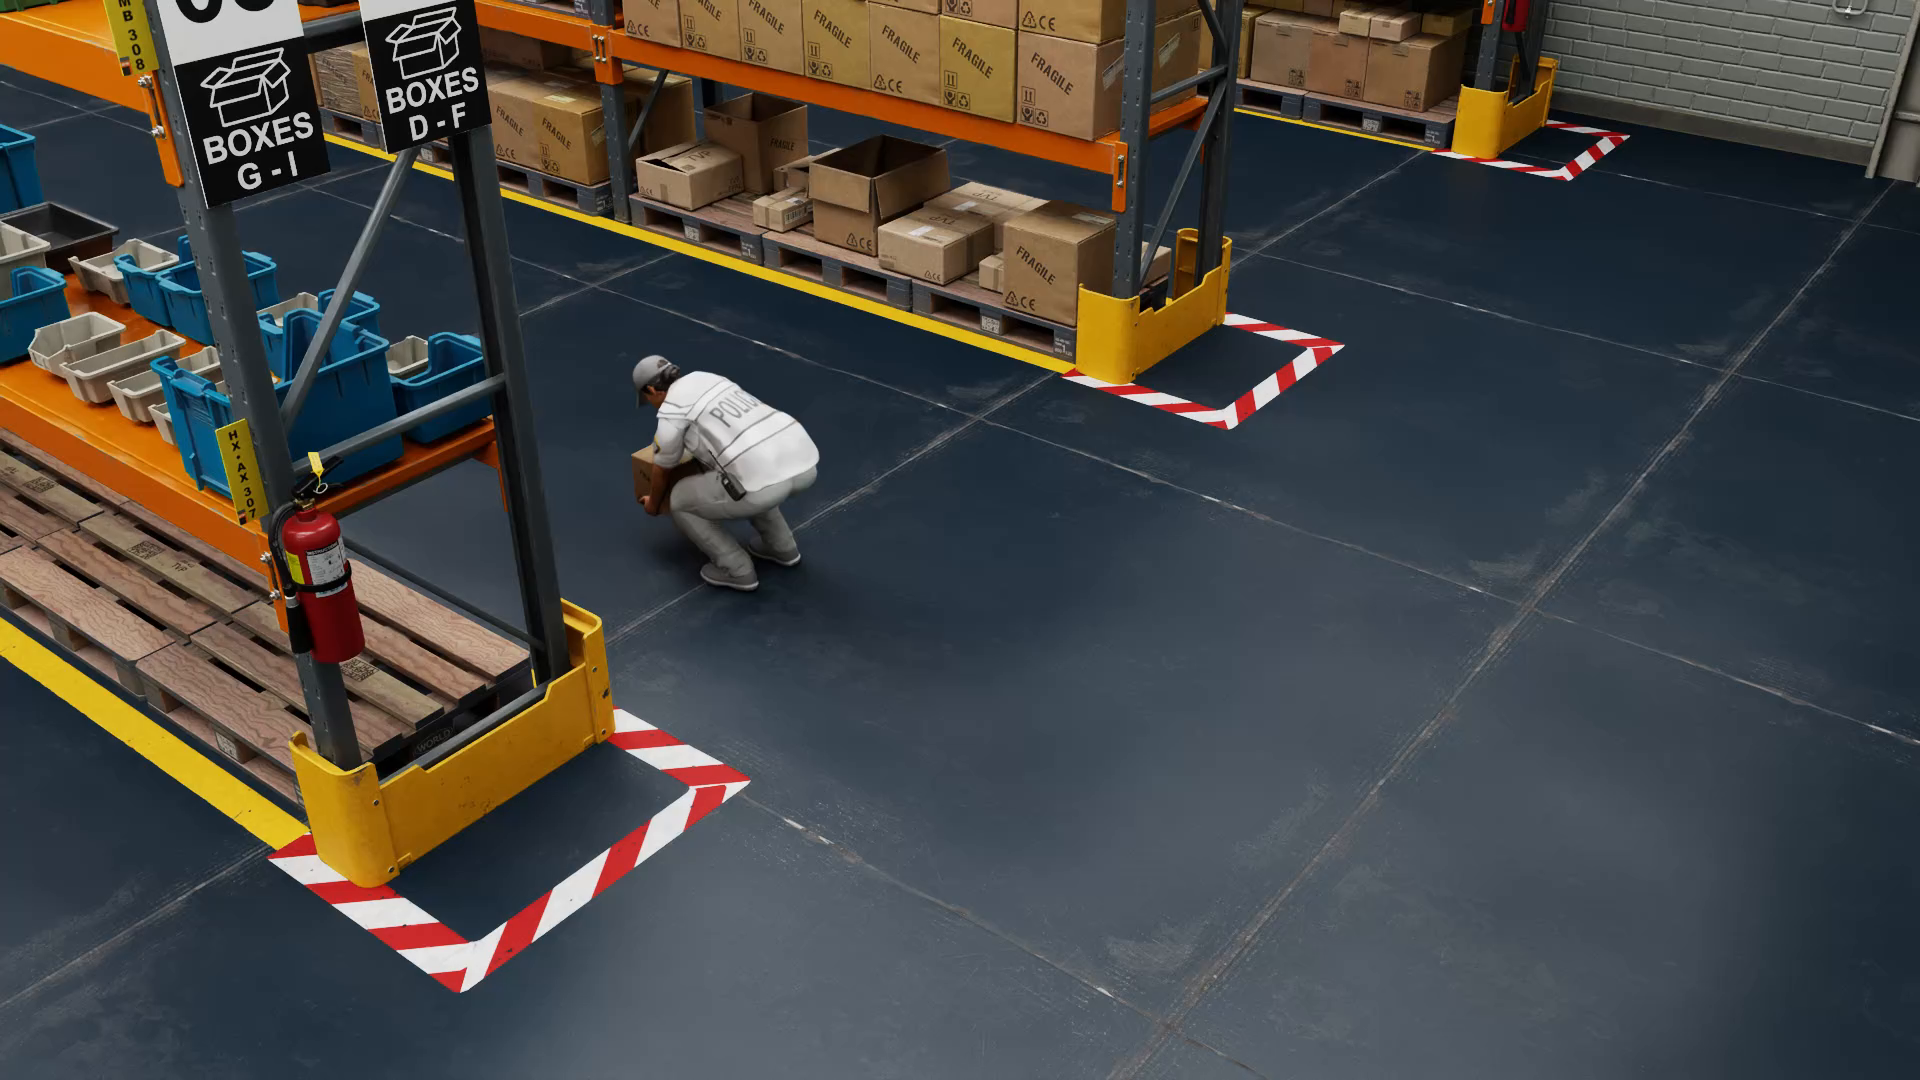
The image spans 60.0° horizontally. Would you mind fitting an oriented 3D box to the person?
[{"bbox_3d":[-1.041,-0.304,7.341,0.883,0.948,0.513,20,37,30],"label":"person"}]
